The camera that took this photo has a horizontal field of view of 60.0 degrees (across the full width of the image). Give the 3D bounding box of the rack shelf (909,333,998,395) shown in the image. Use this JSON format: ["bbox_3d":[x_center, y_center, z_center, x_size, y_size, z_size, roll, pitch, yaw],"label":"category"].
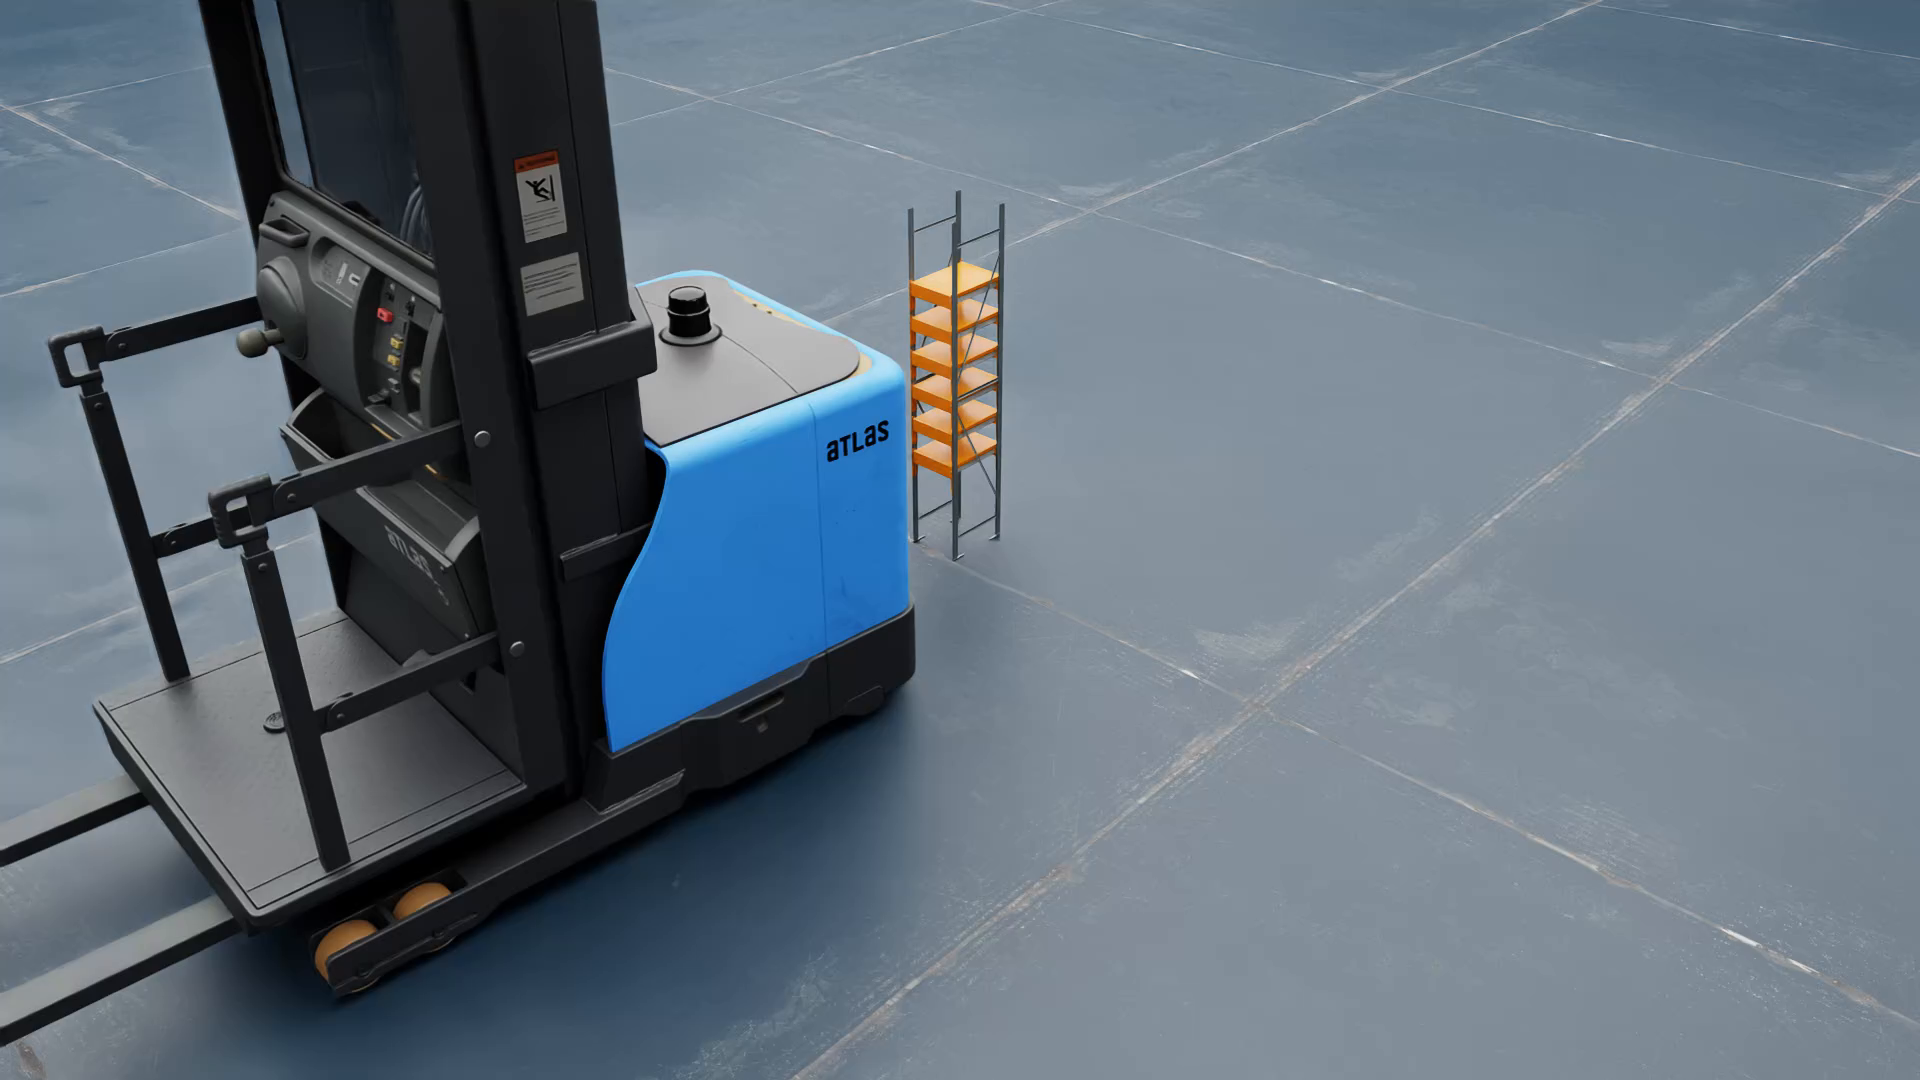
[{"bbox_3d":[-0.011,-0.584,5.410,0.180,0.103,0.258,25,39,35],"label":"rack shelf"}]

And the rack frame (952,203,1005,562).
[{"bbox_3d":[0.057,-0.487,5.396,0.006,1.200,0.240,25,39,35],"label":"rack frame"}]

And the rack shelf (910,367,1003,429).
[{"bbox_3d":[-0.011,-0.481,5.472,0.180,0.103,0.258,25,39,35],"label":"rack shelf"}]

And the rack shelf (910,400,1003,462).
[{"bbox_3d":[-0.011,-0.378,5.534,0.180,0.103,0.258,25,39,35],"label":"rack shelf"}]

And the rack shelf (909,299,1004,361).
[{"bbox_3d":[-0.011,-0.687,5.348,0.180,0.103,0.258,25,39,35],"label":"rack shelf"}]

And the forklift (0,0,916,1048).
[{"bbox_3d":[-1.566,-0.485,3.714,3.031,2.935,1.130,-25,39,-35],"label":"forklift"}]

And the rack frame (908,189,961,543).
[{"bbox_3d":[-0.079,-0.551,5.501,0.006,1.200,0.240,25,39,35],"label":"rack frame"}]

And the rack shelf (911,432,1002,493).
[{"bbox_3d":[-0.011,-0.275,5.596,0.180,0.103,0.258,25,39,35],"label":"rack shelf"}]

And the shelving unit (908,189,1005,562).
[{"bbox_3d":[-0.011,-0.519,5.449,0.189,1.200,0.258,25,39,35],"label":"shelving unit"}]

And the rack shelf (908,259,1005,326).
[{"bbox_3d":[-0.011,-0.789,5.286,0.180,0.103,0.258,25,39,35],"label":"rack shelf"}]
